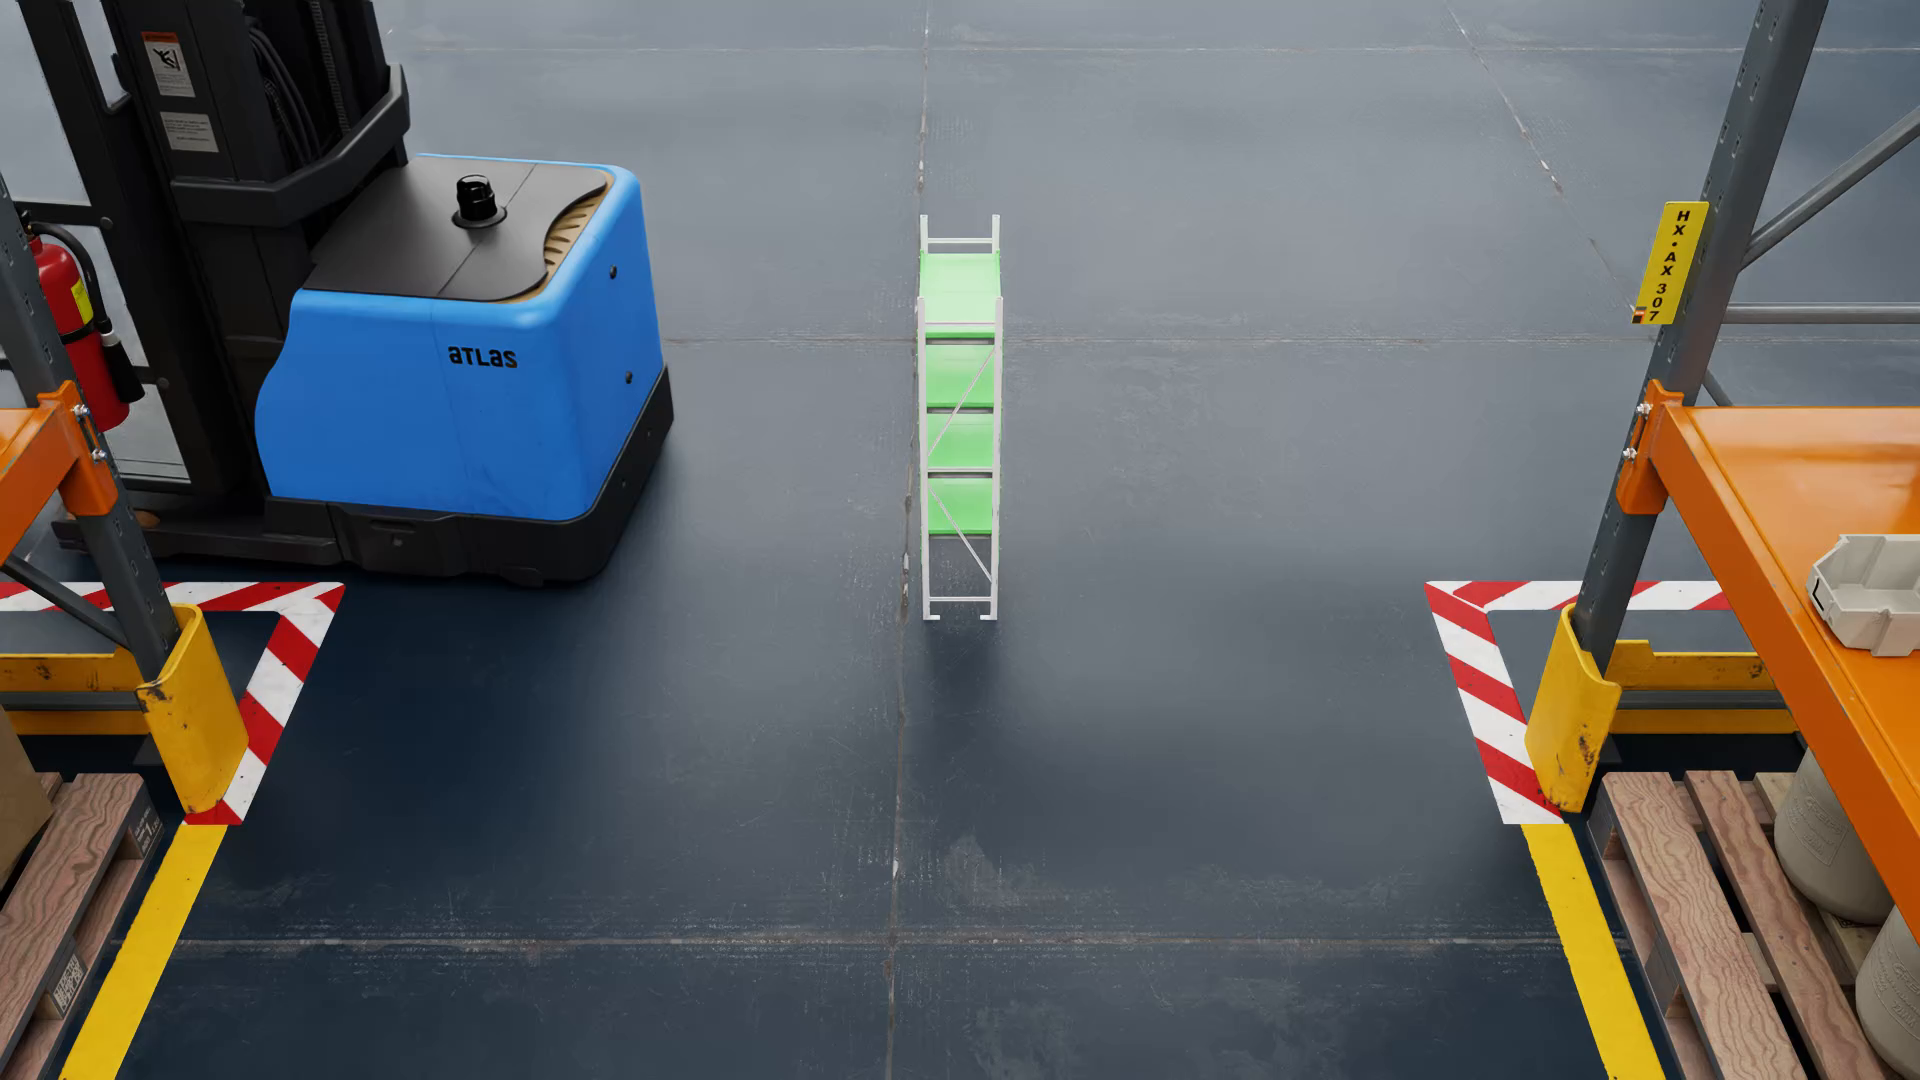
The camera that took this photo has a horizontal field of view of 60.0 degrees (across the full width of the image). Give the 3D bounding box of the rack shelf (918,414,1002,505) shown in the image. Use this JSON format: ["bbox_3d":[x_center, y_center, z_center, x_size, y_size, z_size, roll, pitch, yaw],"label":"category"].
[{"bbox_3d":[0.000,-0.315,5.286,0.258,0.148,0.480,0,39,0],"label":"rack shelf"}]

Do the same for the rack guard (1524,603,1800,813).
[{"bbox_3d":[2.280,0.480,4.752,1.175,0.500,0.348,0,39,0],"label":"rack guard"}]

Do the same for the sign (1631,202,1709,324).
[{"bbox_3d":[1.683,-0.654,3.946,0.100,0.325,0.005,0,39,0],"label":"sign"}]

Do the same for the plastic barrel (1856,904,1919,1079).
[{"bbox_3d":[2.311,0.989,3.771,0.421,0.512,0.421,0,39,0],"label":"plastic barrel"}]

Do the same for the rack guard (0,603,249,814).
[{"bbox_3d":[-2.720,0.483,4.747,1.175,0.500,0.348,0,39,0],"label":"rack guard"}]

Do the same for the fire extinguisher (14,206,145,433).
[{"bbox_3d":[-2.259,-0.581,4.139,0.296,0.674,0.183,0,39,0],"label":"fire extinguisher"}]

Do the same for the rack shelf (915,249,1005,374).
[{"bbox_3d":[0.000,-0.689,4.985,0.258,0.148,0.480,0,39,0],"label":"rack shelf"}]

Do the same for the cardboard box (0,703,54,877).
[{"bbox_3d":[-2.736,0.662,4.188,0.500,0.500,0.500,7,39,8],"label":"cardboard box"}]

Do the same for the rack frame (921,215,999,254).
[{"bbox_3d":[0.000,-0.517,5.436,0.240,1.200,0.015,0,39,0],"label":"rack frame"}]

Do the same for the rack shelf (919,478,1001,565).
[{"bbox_3d":[0.000,-0.128,5.436,0.258,0.148,0.480,0,39,0],"label":"rack shelf"}]

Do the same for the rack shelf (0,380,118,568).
[{"bbox_3d":[-2.717,0.992,2.689,1.077,0.370,4.000,0,39,0],"label":"rack shelf"}]

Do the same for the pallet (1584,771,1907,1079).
[{"bbox_3d":[2.276,1.100,4.208,1.003,0.211,1.213,0,39,0],"label":"pallet"}]

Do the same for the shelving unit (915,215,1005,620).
[{"bbox_3d":[0.000,-0.365,5.246,0.258,1.200,0.503,0,39,0],"label":"shelving unit"}]

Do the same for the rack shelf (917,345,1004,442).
[{"bbox_3d":[0.000,-0.502,5.135,0.258,0.148,0.480,0,39,0],"label":"rack shelf"}]

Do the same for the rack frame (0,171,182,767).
[{"bbox_3d":[-2.720,-0.540,4.025,1.000,3.000,0.127,0,39,0],"label":"rack frame"}]

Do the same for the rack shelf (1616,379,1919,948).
[{"bbox_3d":[2.235,0.988,2.694,1.077,0.370,4.000,0,39,0],"label":"rack shelf"}]

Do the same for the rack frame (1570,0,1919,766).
[{"bbox_3d":[2.233,-0.543,4.029,1.000,3.000,0.127,0,39,0],"label":"rack frame"}]

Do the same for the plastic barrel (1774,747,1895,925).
[{"bbox_3d":[2.310,0.675,4.162,0.421,0.512,0.421,0,39,0],"label":"plastic barrel"}]

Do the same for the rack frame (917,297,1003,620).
[{"bbox_3d":[0.000,-0.212,5.055,0.240,1.200,0.015,0,39,0],"label":"rack frame"}]

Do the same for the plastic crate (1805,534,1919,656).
[{"bbox_3d":[1.912,0.119,3.413,0.298,0.136,0.250,0,39,0],"label":"plastic crate"}]

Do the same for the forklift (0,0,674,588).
[{"bbox_3d":[-2.624,-1.399,5.151,3.031,2.935,1.130,5,39,6],"label":"forklift"}]

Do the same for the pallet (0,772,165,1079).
[{"bbox_3d":[-2.754,1.104,4.204,1.003,0.211,1.213,0,39,0],"label":"pallet"}]
